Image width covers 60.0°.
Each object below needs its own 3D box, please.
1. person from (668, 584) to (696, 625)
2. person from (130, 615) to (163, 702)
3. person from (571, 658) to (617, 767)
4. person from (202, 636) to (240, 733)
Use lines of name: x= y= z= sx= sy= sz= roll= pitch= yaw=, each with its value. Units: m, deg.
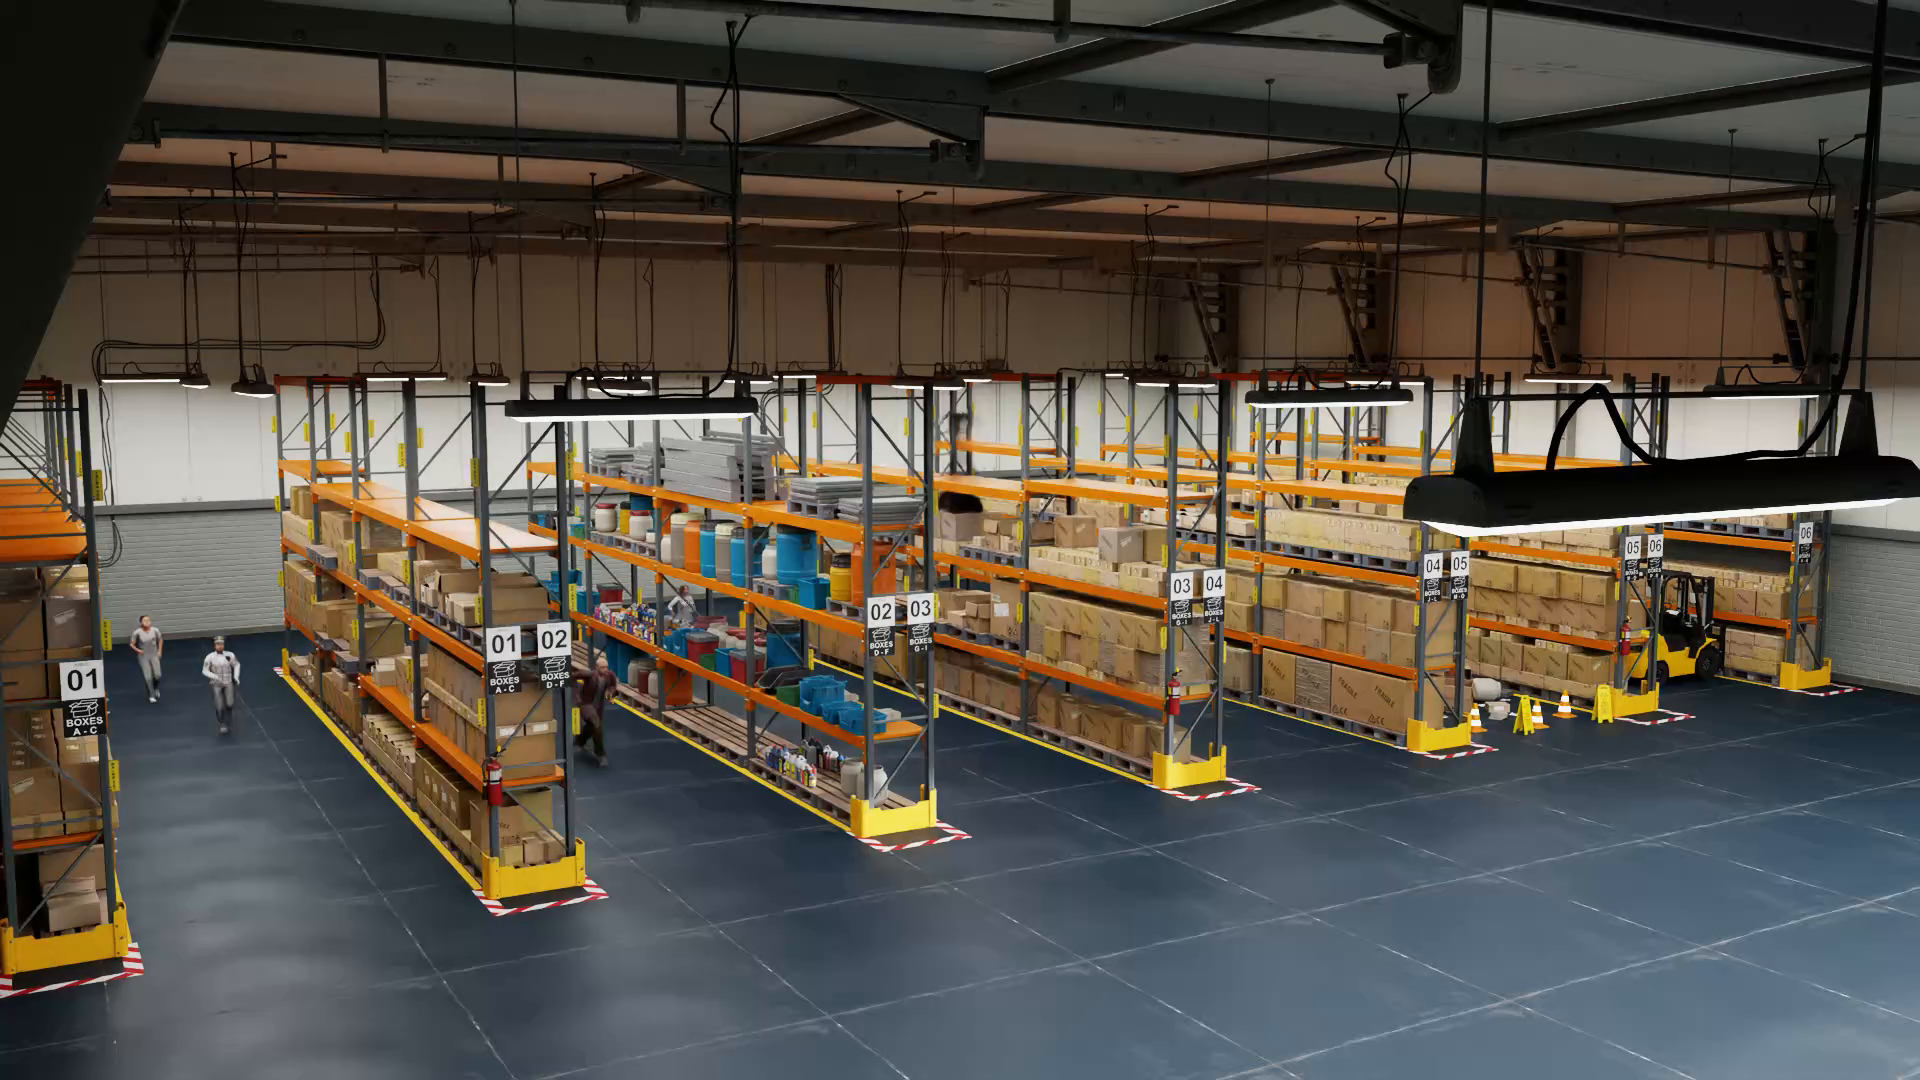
person: x=-5.767 y=1.723 z=34.852 sx=0.506 sy=1.592 sz=0.662 roll=-6 pitch=9 yaw=-44
person: x=-14.933 y=2.177 z=30.580 sx=0.570 sy=1.635 sz=0.553 roll=-4 pitch=8 yaw=-35
person: x=-5.815 y=2.663 z=26.132 sx=0.752 sy=1.744 sz=1.047 roll=-5 pitch=8 yaw=-40
person: x=-12.457 y=2.442 z=28.096 sx=0.604 sy=1.654 sz=0.538 roll=-3 pitch=7 yaw=-28
